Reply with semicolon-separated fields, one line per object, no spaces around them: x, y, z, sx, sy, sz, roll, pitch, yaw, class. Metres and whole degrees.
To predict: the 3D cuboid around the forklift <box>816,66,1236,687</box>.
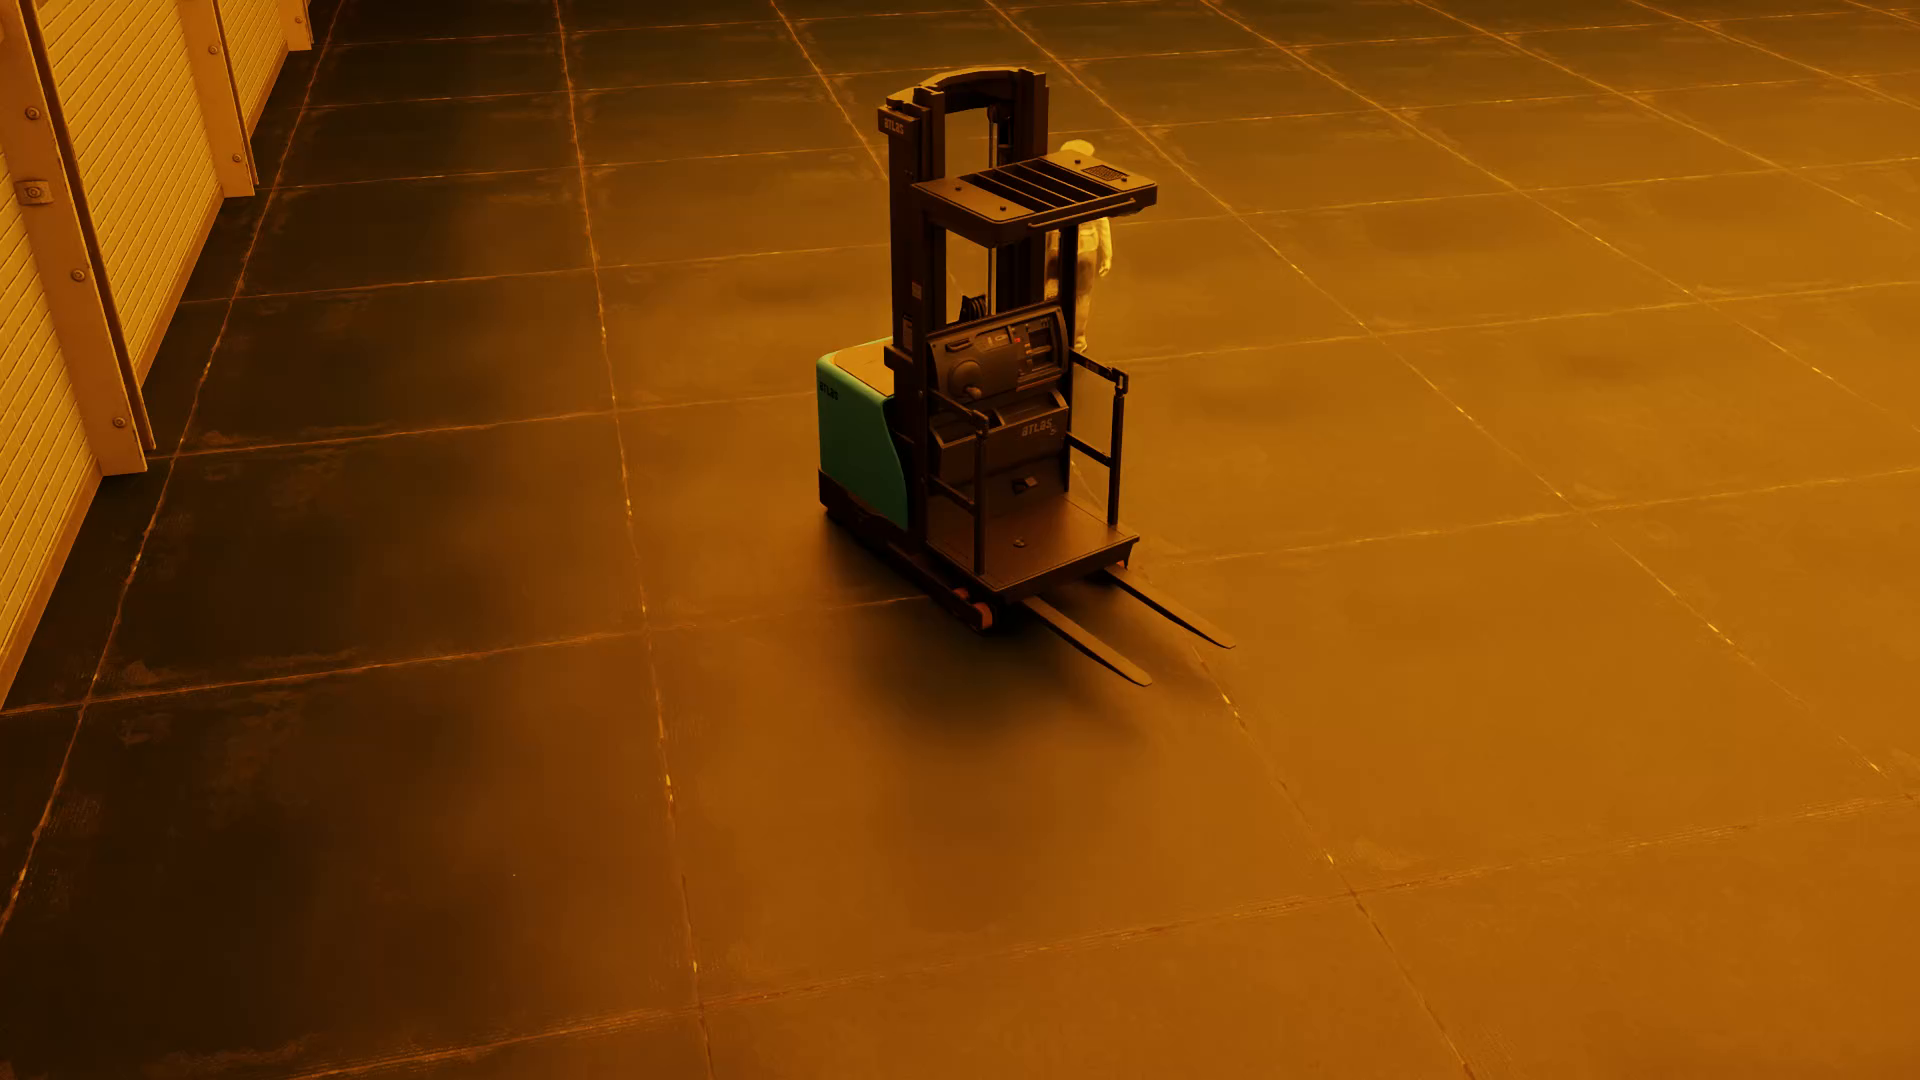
0.355;-1.021;9.338;1.130;2.935;3.031;-20;35;-30;forklift

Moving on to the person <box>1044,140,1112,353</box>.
0.863;-2.226;12.703;0.637;1.651;0.420;7;31;13;person
